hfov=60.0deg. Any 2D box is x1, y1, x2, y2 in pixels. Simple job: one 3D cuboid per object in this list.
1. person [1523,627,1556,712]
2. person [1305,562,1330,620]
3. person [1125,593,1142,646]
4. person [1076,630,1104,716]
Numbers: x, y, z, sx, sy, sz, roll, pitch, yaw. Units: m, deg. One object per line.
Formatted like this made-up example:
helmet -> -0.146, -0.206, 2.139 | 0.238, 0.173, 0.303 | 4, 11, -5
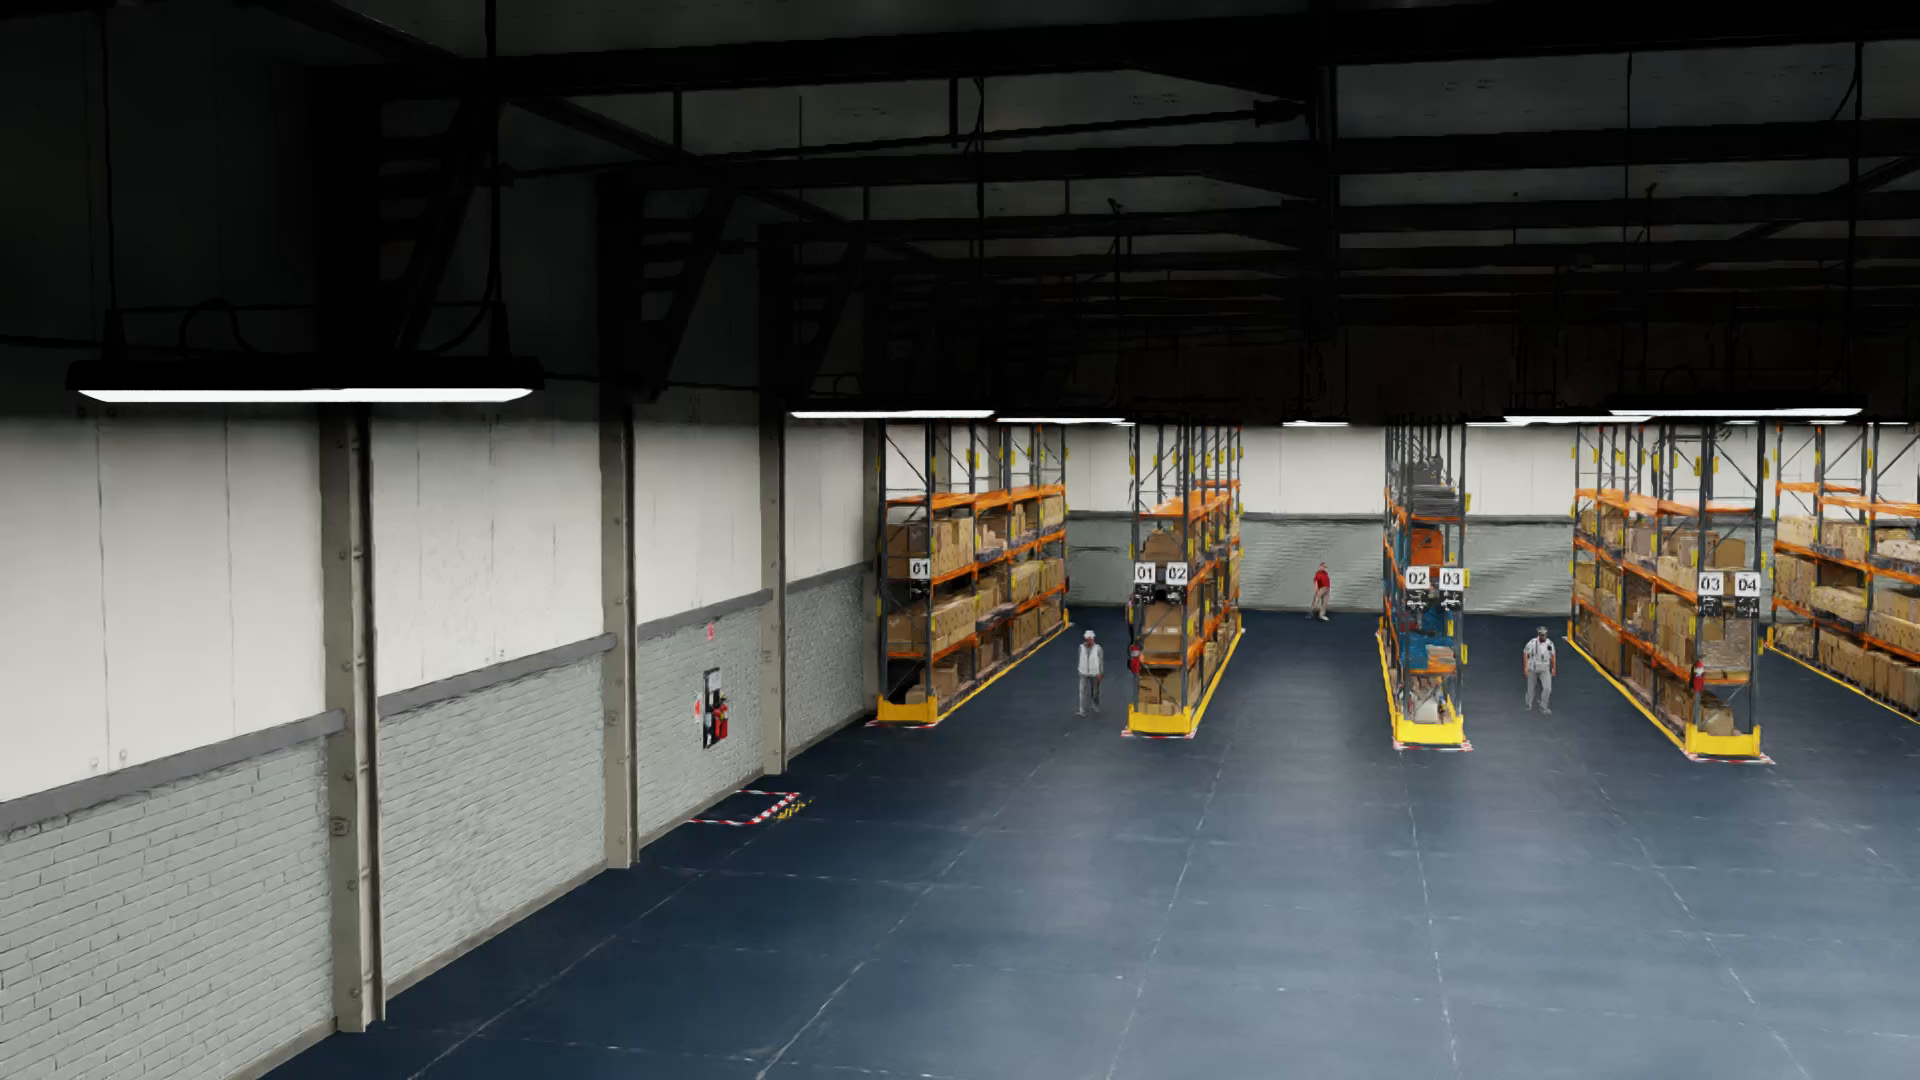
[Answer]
person -> 11.707, 2.585, 33.646 | 0.670, 1.729, 0.698 | 0, 4, 5
person -> 10.655, 1.522, 49.517 | 0.730, 1.719, 0.529 | -2, 5, -32
person -> 4.403, 2.091, 42.278 | 0.417, 1.517, 1.037 | 1, 4, 15
person -> 2.598, 2.623, 33.115 | 0.543, 1.700, 1.119 | 1, 4, 11
